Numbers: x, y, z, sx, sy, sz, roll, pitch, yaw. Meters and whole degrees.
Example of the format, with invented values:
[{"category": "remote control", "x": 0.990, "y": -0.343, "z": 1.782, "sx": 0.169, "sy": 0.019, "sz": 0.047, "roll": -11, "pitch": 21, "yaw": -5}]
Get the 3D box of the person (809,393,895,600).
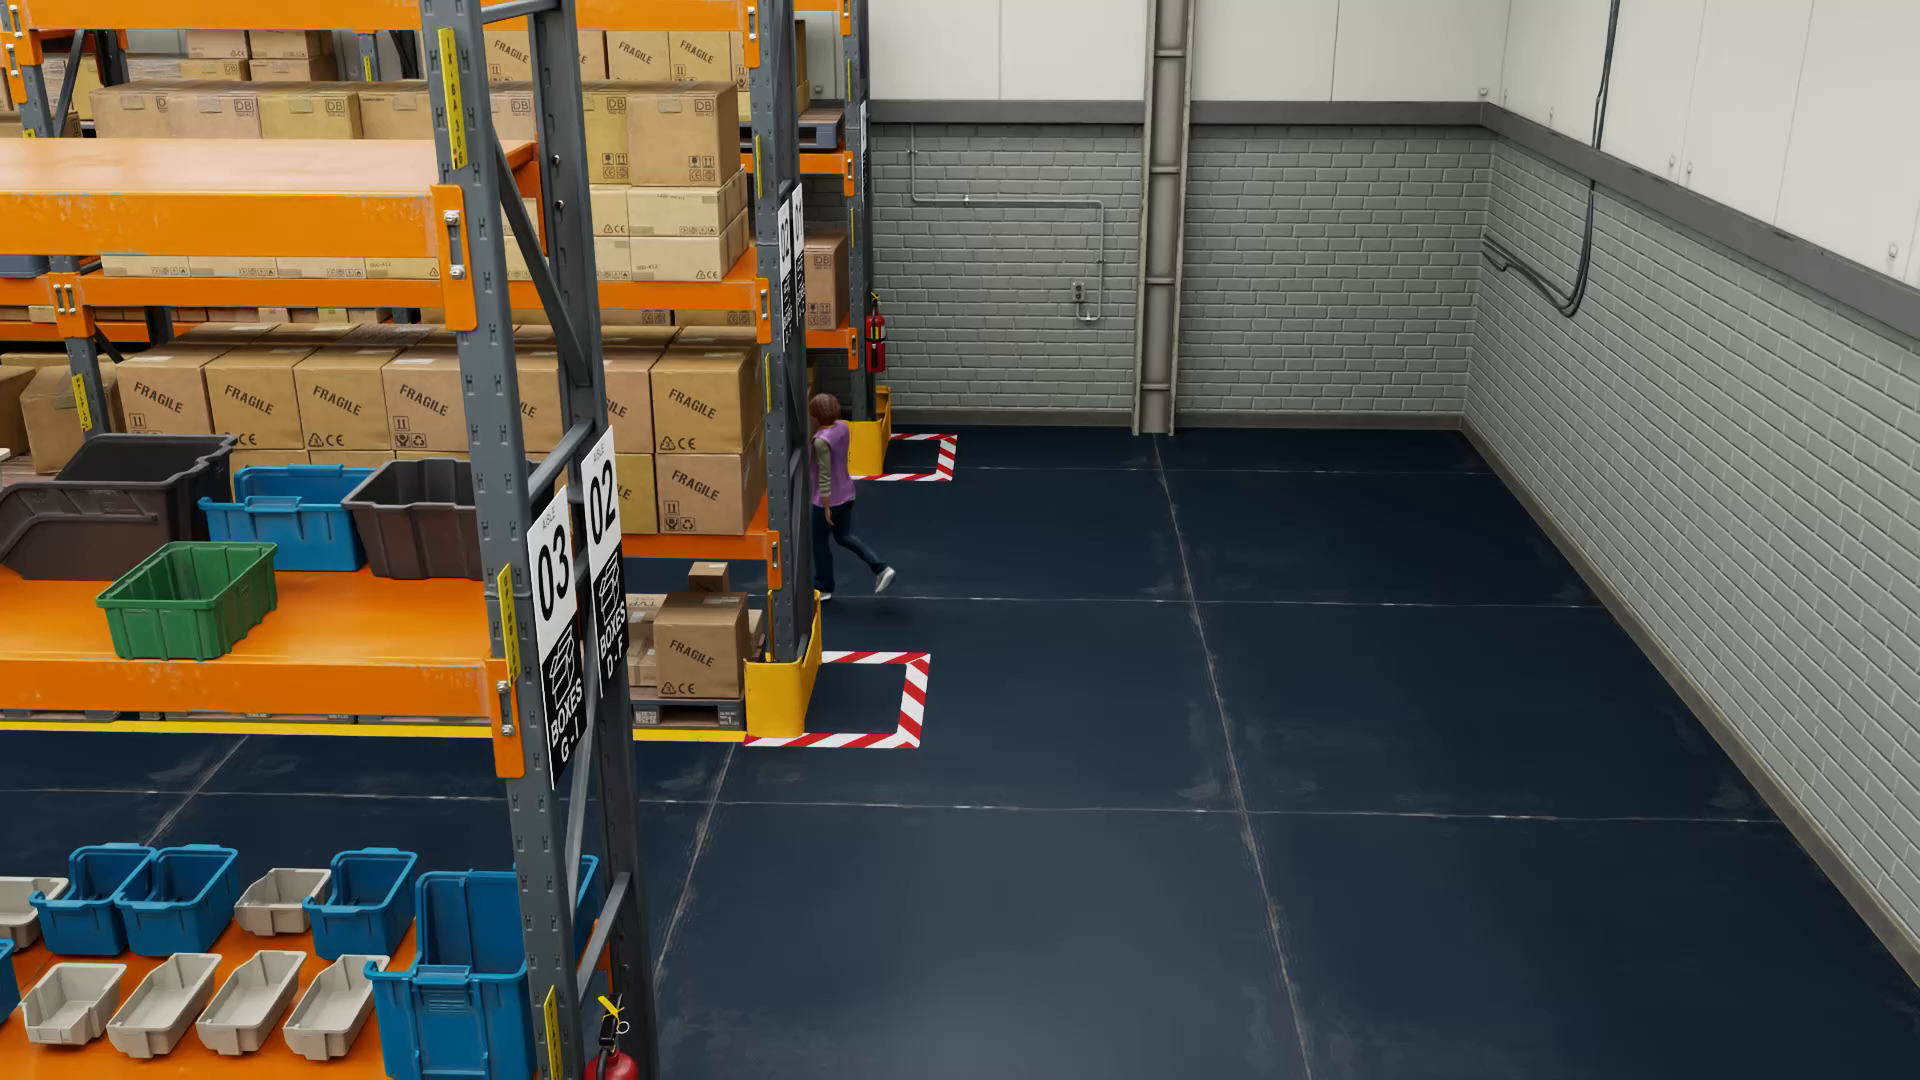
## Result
[{"category": "person", "x": -0.859, "y": -0.274, "z": 11.802, "sx": 0.764, "sy": 1.566, "sz": 0.418, "roll": 10, "pitch": 23, "yaw": 24}]
